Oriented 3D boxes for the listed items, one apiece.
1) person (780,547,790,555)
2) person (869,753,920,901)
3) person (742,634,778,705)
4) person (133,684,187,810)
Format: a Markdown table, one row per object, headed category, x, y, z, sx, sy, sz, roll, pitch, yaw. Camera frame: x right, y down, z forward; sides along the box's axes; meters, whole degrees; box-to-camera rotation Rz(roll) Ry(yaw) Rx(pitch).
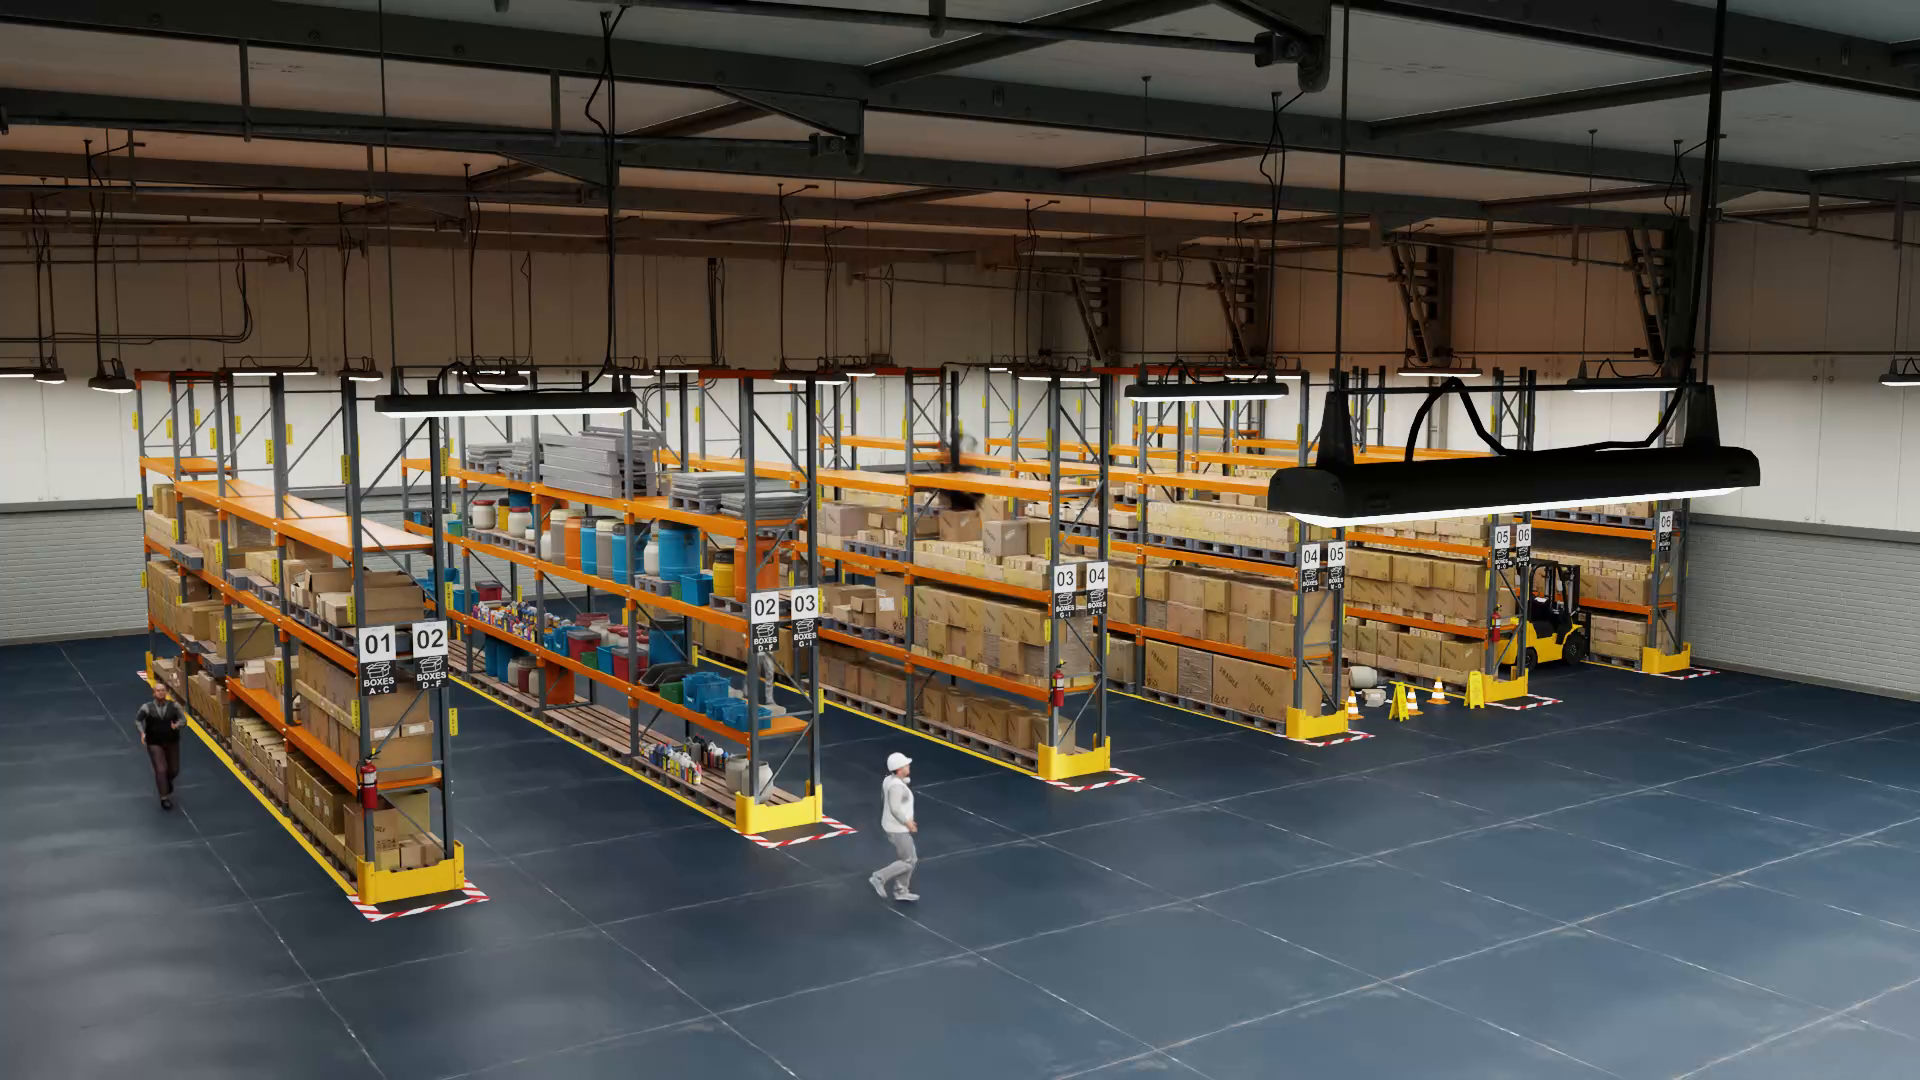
| category | x | y | z | sx | sy | sz | roll | pitch | yaw |
| --- | --- | --- | --- | --- | --- | --- | --- | --- | --- |
| person | -4.338 | 0.954 | 40.530 | 0.640 | 1.654 | 0.516 | 3 | 7 | 26 |
| person | -0.767 | 3.315 | 19.175 | 0.614 | 1.753 | 0.683 | -1 | 7 | -12 |
| person | -3.599 | 2.069 | 30.008 | 0.697 | 1.761 | 0.917 | -5 | 8 | -36 |
| person | -11.188 | 2.824 | 23.309 | 0.667 | 1.643 | 0.779 | -5 | 8 | -35 |
